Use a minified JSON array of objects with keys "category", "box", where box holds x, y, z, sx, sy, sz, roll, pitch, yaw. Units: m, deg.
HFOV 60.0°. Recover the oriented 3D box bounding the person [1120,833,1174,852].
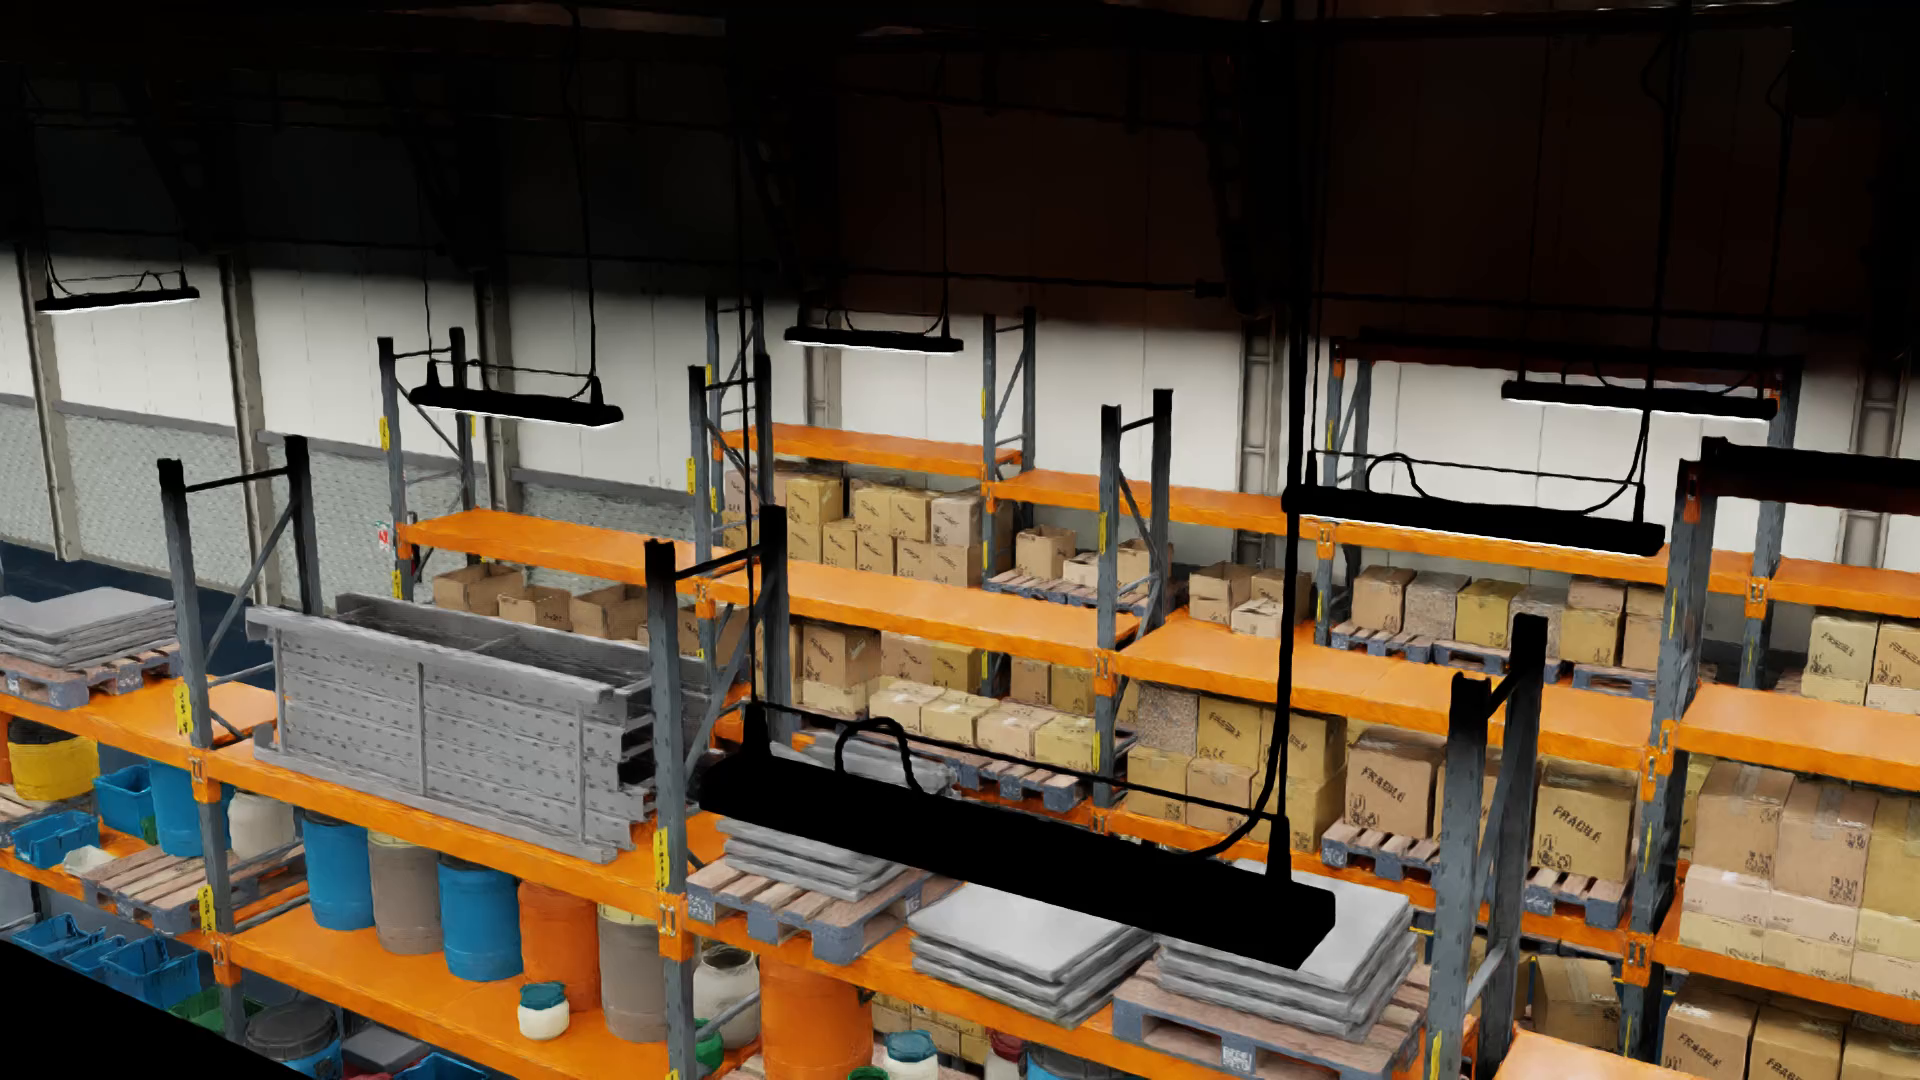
[{"category":"person","box":[1.803,3.286,16.302,0.588,1.754,0.470,1,14,3]}]
